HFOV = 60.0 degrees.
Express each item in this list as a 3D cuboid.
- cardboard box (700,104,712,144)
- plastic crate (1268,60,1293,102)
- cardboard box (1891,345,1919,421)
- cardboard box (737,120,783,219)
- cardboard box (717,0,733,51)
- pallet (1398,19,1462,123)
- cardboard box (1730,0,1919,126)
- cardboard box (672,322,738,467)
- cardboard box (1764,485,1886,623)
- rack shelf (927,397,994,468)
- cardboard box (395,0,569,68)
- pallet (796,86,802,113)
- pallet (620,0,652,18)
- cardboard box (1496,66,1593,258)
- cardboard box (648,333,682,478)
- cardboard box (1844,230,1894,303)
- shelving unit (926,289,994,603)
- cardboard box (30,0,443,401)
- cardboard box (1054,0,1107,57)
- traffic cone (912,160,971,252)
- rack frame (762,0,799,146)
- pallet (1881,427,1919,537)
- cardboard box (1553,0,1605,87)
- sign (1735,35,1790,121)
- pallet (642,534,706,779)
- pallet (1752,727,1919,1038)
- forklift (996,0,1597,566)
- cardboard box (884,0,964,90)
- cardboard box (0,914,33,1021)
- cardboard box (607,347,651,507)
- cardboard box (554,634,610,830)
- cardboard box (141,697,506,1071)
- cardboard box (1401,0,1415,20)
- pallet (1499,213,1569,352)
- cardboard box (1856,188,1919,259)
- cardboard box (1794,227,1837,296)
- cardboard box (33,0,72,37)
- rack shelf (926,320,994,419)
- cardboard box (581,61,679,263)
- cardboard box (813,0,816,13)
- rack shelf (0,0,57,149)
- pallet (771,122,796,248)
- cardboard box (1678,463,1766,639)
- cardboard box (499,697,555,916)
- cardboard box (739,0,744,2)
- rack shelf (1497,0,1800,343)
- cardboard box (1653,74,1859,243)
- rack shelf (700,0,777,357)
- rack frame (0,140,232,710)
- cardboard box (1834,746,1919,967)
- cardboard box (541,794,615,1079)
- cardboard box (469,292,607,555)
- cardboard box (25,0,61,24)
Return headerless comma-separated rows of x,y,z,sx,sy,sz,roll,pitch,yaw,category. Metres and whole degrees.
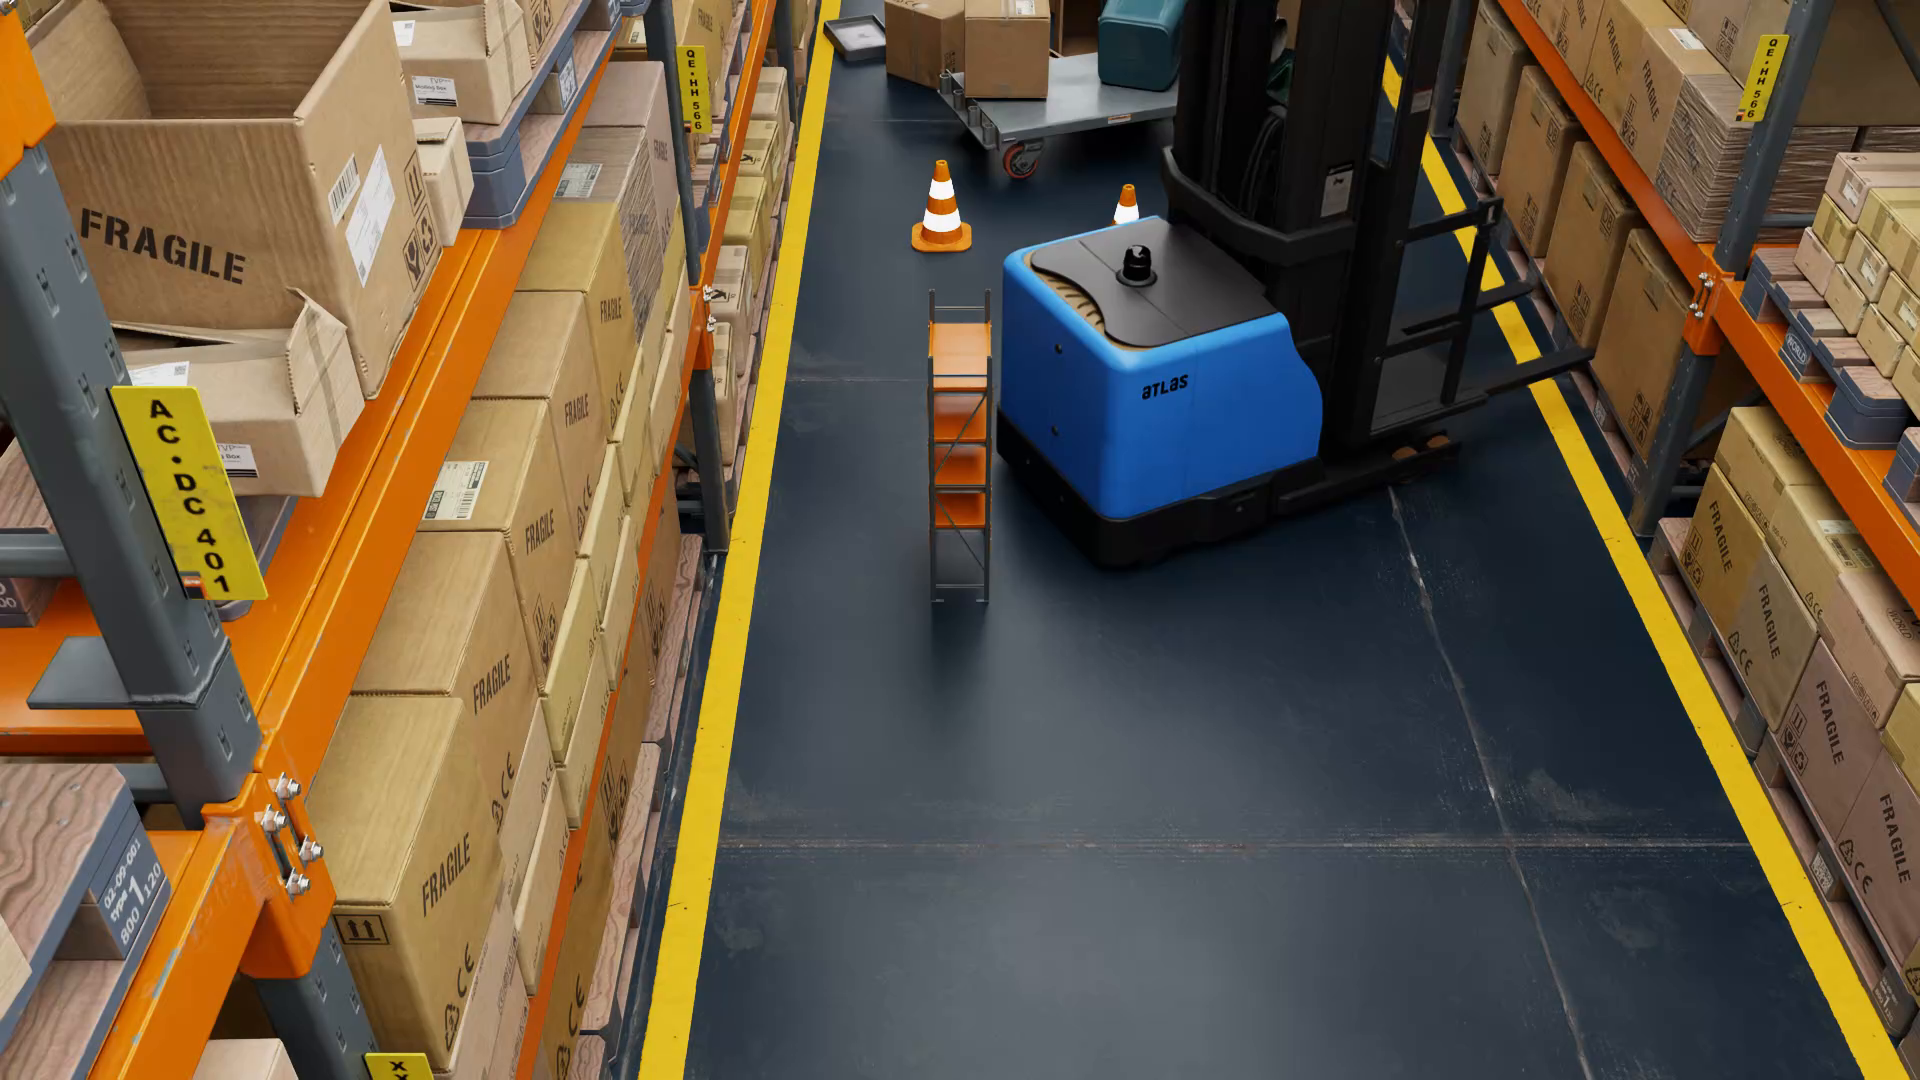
-1.236,-1.765,6.919,0.380,0.149,0.250,-2,39,-3,cardboard box
2.135,-2.749,10.485,0.450,0.188,0.662,27,45,16,plastic crate
3.251,-0.496,5.335,0.380,0.149,0.250,2,39,2,cardboard box
-1.498,-2.011,9.126,0.950,0.372,0.625,2,39,3,cardboard box
-1.284,-2.407,7.201,0.500,0.500,0.500,1,39,1,cardboard box
3.522,-3.104,10.954,1.003,0.211,1.213,0,39,0,pallet
3.459,-1.925,6.374,0.700,0.500,0.500,0,39,0,cardboard box
-1.491,-0.640,7.416,0.950,0.372,0.625,-2,39,-3,cardboard box
3.209,0.052,5.849,0.500,0.250,0.500,0,39,-1,cardboard box
0.000,-0.487,6.648,0.258,0.148,0.480,0,39,0,rack shelf
-1.208,-1.420,3.809,0.500,0.500,0.500,0,39,0,cardboard box
-1.541,-2.981,10.802,1.003,0.211,1.213,0,39,0,pallet
-1.447,-1.842,4.903,1.213,0.211,1.003,2,39,2,pallet
3.533,-2.011,8.824,1.050,0.750,0.750,0,39,0,cardboard box
-1.224,-0.454,5.538,0.500,0.250,0.500,1,39,1,cardboard box
3.252,-0.925,5.633,0.380,0.149,0.250,2,39,2,cardboard box
0.000,-0.365,6.746,0.258,1.200,0.503,0,39,0,shelving unit
-1.207,-0.572,2.750,0.500,0.500,0.500,-1,39,-1,cardboard box
1.033,-3.549,11.167,0.797,0.637,0.503,0,39,0,cardboard box
-0.104,-1.885,9.233,0.336,0.463,0.334,0,39,0,traffic cone
-1.505,-3.650,9.406,1.000,3.000,0.127,0,39,0,rack frame
3.493,0.098,4.883,1.003,0.211,1.213,0,39,0,pallet
3.176,-2.481,7.867,0.500,0.500,0.500,1,39,1,cardboard box
2.894,-1.664,6.002,0.100,0.325,0.005,0,39,0,sign
-1.575,0.433,6.541,1.003,0.211,1.213,0,39,0,pallet
3.447,1.123,5.680,1.003,0.211,1.213,0,39,0,pallet
1.718,-1.677,6.999,3.031,2.935,1.130,-18,42,-21,forklift
-0.146,-3.346,11.024,0.500,0.500,0.500,28,46,30,cardboard box
-1.175,0.431,1.606,0.396,0.266,0.258,1,39,1,cardboard box
-1.221,-0.341,4.997,0.500,0.250,0.500,-1,39,-1,cardboard box
-1.219,0.492,4.357,0.500,0.250,0.500,0,39,0,cardboard box
-1.209,0.649,3.163,0.500,0.500,0.500,0,39,0,cardboard box
3.509,-4.008,11.216,0.875,0.875,0.875,0,39,0,cardboard box
3.525,-1.381,8.804,1.003,0.211,1.213,0,39,0,pallet
3.259,-1.056,5.558,0.380,0.149,0.250,-1,39,-1,cardboard box
3.248,-1.001,5.965,0.380,0.149,0.250,-1,39,-1,cardboard box
-6.154,-3.355,10.901,0.500,0.250,0.500,-1,39,-1,cardboard box
0.000,-0.671,6.500,0.258,0.148,0.480,0,39,0,rack shelf
-1.238,-1.254,5.537,0.500,0.500,0.500,-1,39,-1,cardboard box
-1.251,-3.775,11.425,0.500,0.250,0.500,-1,39,-1,cardboard box
-1.498,-1.802,3.198,1.077,0.370,4.000,0,39,0,rack shelf
-1.503,-2.075,9.670,1.003,0.211,1.213,0,39,0,pallet
3.195,0.039,6.466,0.500,0.500,0.500,-2,39,-2,cardboard box
-1.243,0.615,3.804,0.500,0.250,0.500,1,39,1,cardboard box
-1.242,-2.756,8.155,0.380,0.149,0.250,0,39,0,cardboard box
3.447,-2.185,8.153,1.077,0.370,4.000,0,39,0,rack shelf
3.180,-1.536,6.688,0.500,0.500,0.500,0,39,0,cardboard box
-1.503,-2.118,8.070,1.077,0.370,4.000,0,39,0,rack shelf
-1.496,-0.988,1.287,1.000,3.000,0.127,0,39,0,rack frame
3.205,0.994,5.274,0.500,0.500,0.500,-1,39,-1,cardboard box
-1.585,1.066,4.885,0.875,0.875,0.875,1,39,1,cardboard box
-1.242,-0.306,4.354,0.500,0.500,0.500,-1,39,-1,cardboard box
-6.163,-3.547,10.741,0.500,0.250,0.500,0,39,0,cardboard box
